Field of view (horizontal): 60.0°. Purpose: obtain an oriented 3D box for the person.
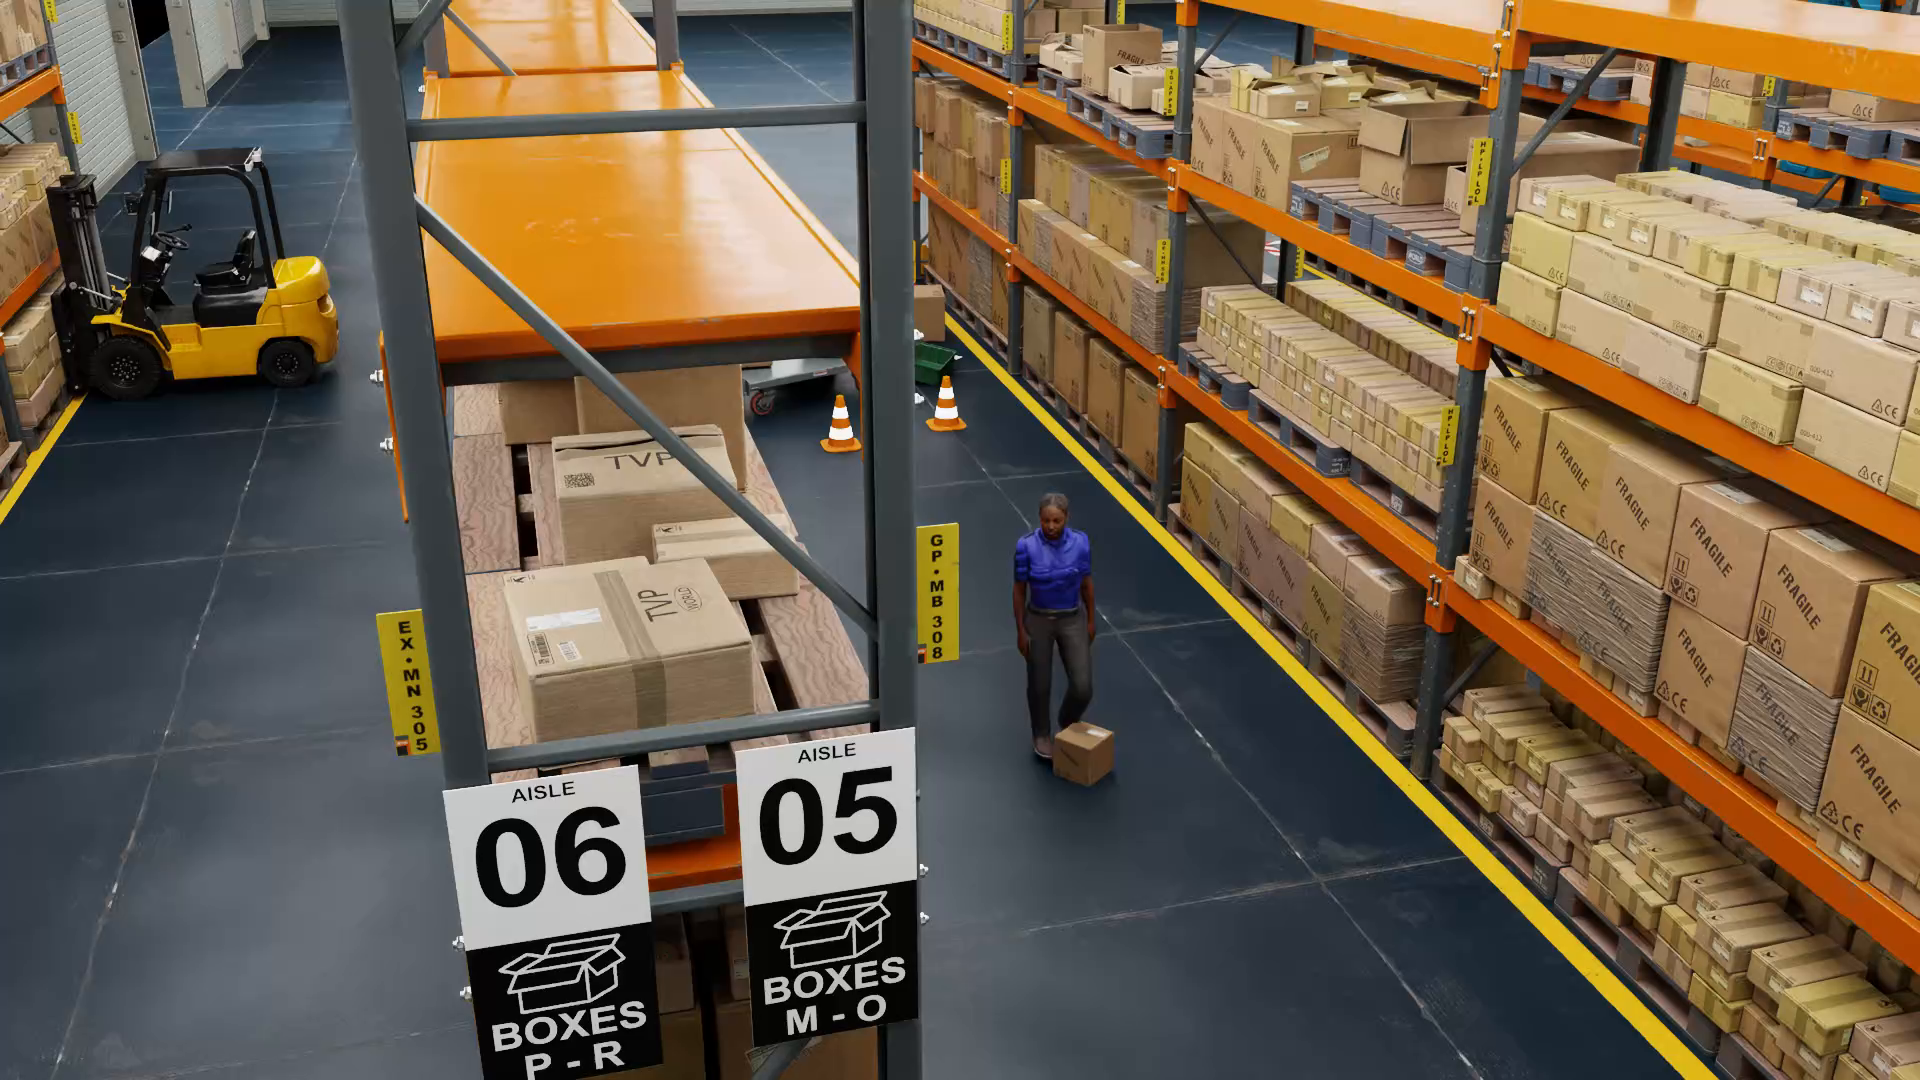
[{"bbox_3d":[0.542,0.513,9.424,0.492,1.686,0.436,-1,23,-3],"label":"person"}]
